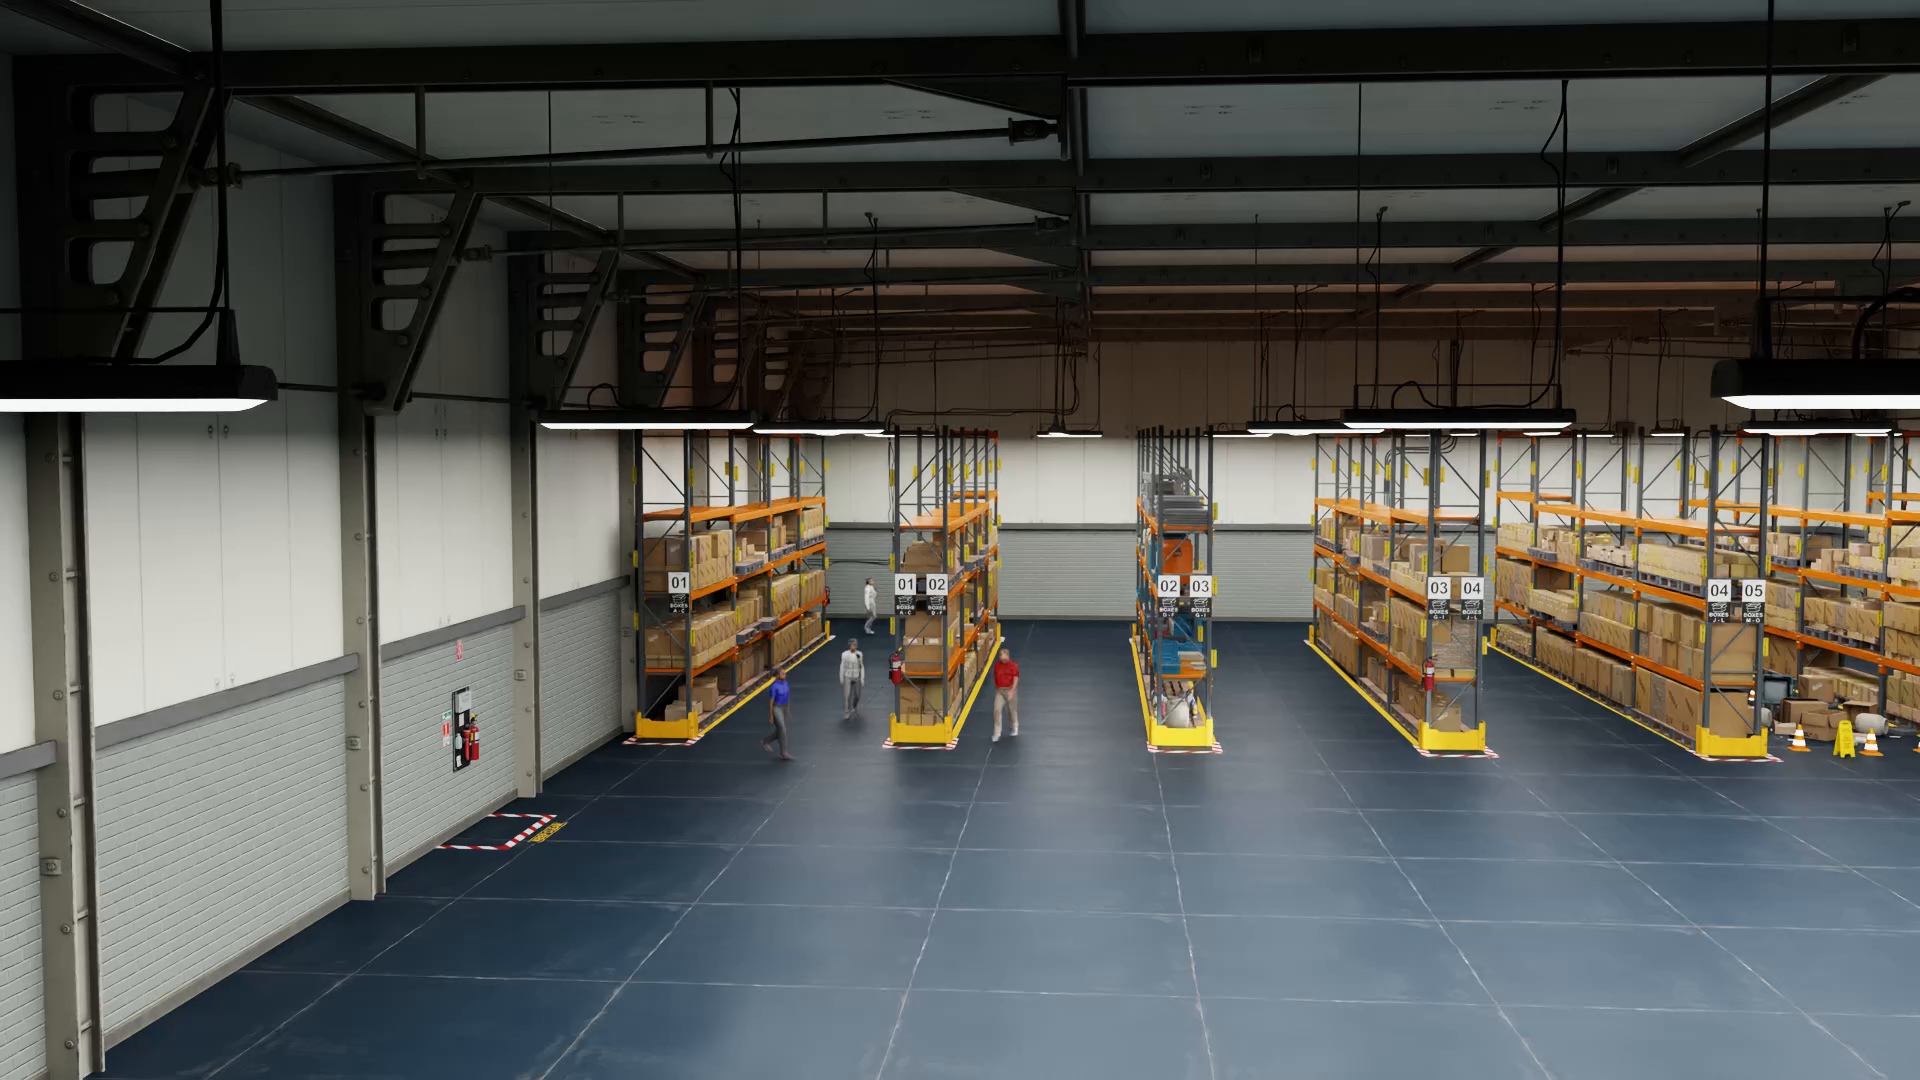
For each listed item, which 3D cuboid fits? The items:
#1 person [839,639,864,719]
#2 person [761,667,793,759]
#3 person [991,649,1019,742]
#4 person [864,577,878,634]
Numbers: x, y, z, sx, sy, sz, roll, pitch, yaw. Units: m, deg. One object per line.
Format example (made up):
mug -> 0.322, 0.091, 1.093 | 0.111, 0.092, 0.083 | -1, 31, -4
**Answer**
person -> -2.239, 2.841, 34.343 | 0.495, 1.639, 0.816 | -1, 4, -16
person -> -3.276, 3.093, 30.015 | 0.841, 1.625, 0.500 | 2, 4, 31
person -> 0.852, 2.949, 31.886 | 0.557, 1.725, 0.857 | 2, 4, 26
person -> -2.635, 1.923, 49.099 | 0.394, 1.689, 0.505 | 0, 3, 5
